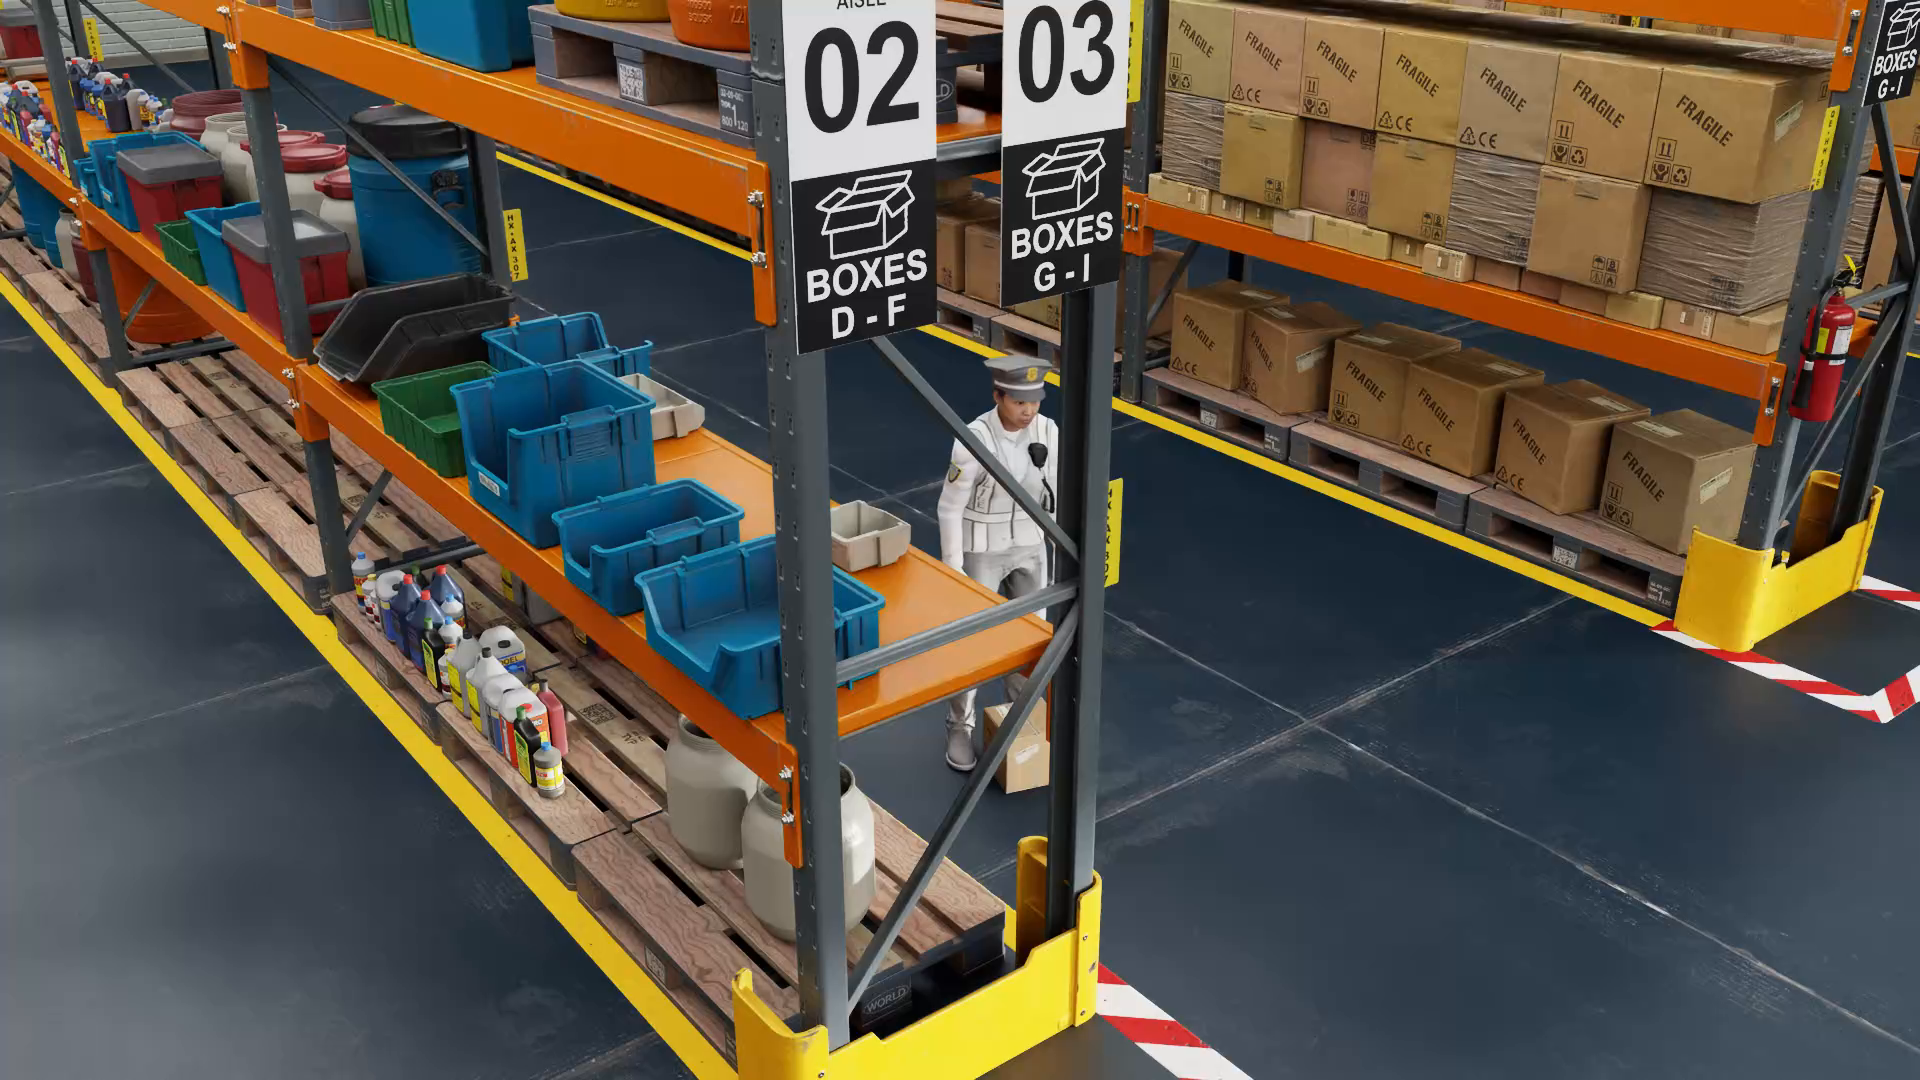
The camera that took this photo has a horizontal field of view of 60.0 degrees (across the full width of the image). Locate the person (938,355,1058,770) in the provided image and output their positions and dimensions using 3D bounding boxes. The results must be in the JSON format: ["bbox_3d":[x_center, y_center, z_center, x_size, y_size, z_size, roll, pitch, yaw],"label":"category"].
[{"bbox_3d":[0.181,0.076,6.434,0.547,1.667,0.408,-10,27,-20],"label":"person"}]
